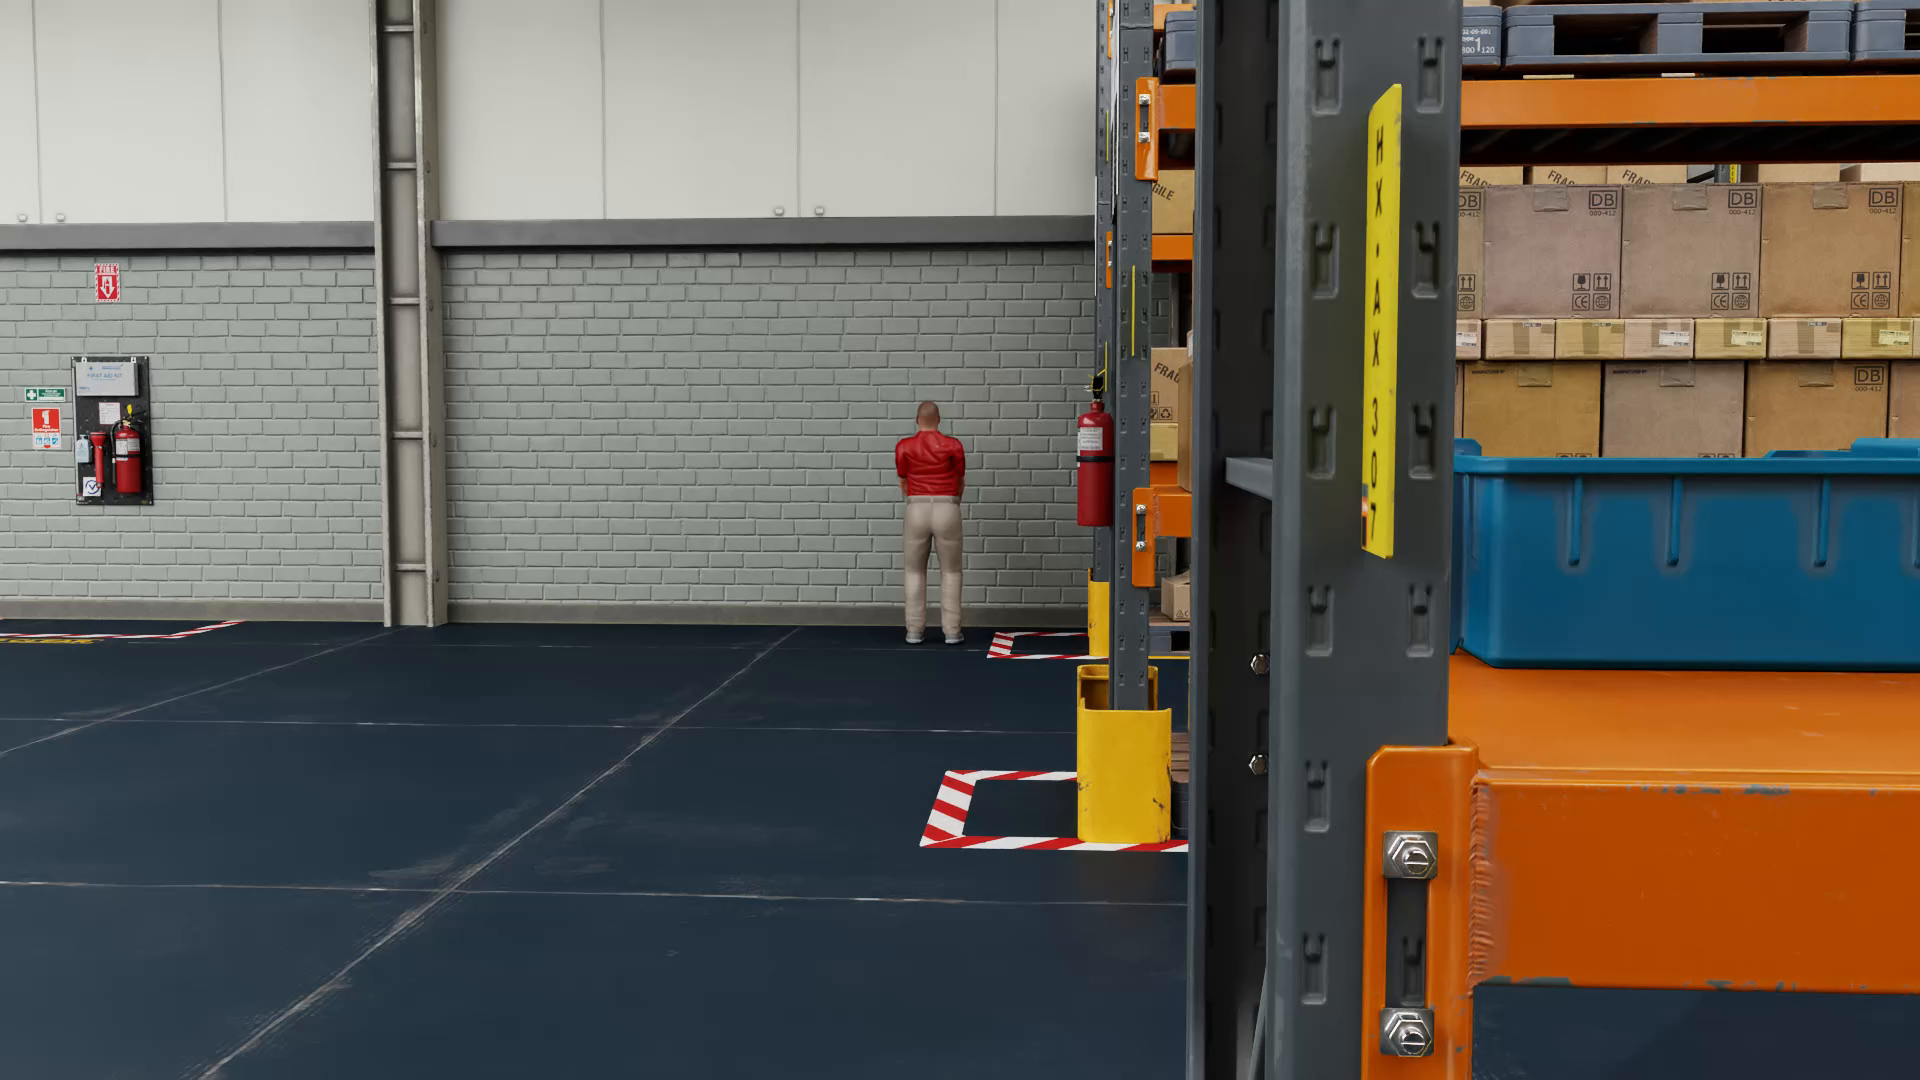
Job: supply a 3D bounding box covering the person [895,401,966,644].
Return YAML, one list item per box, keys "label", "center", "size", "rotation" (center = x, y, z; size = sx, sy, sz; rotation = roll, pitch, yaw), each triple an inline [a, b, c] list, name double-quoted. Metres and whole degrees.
- label: "person"
  center: [-0.202, -0.130, 11.862]
  size: [0.495, 1.715, 0.530]
  rotation: [0, 4, 4]
